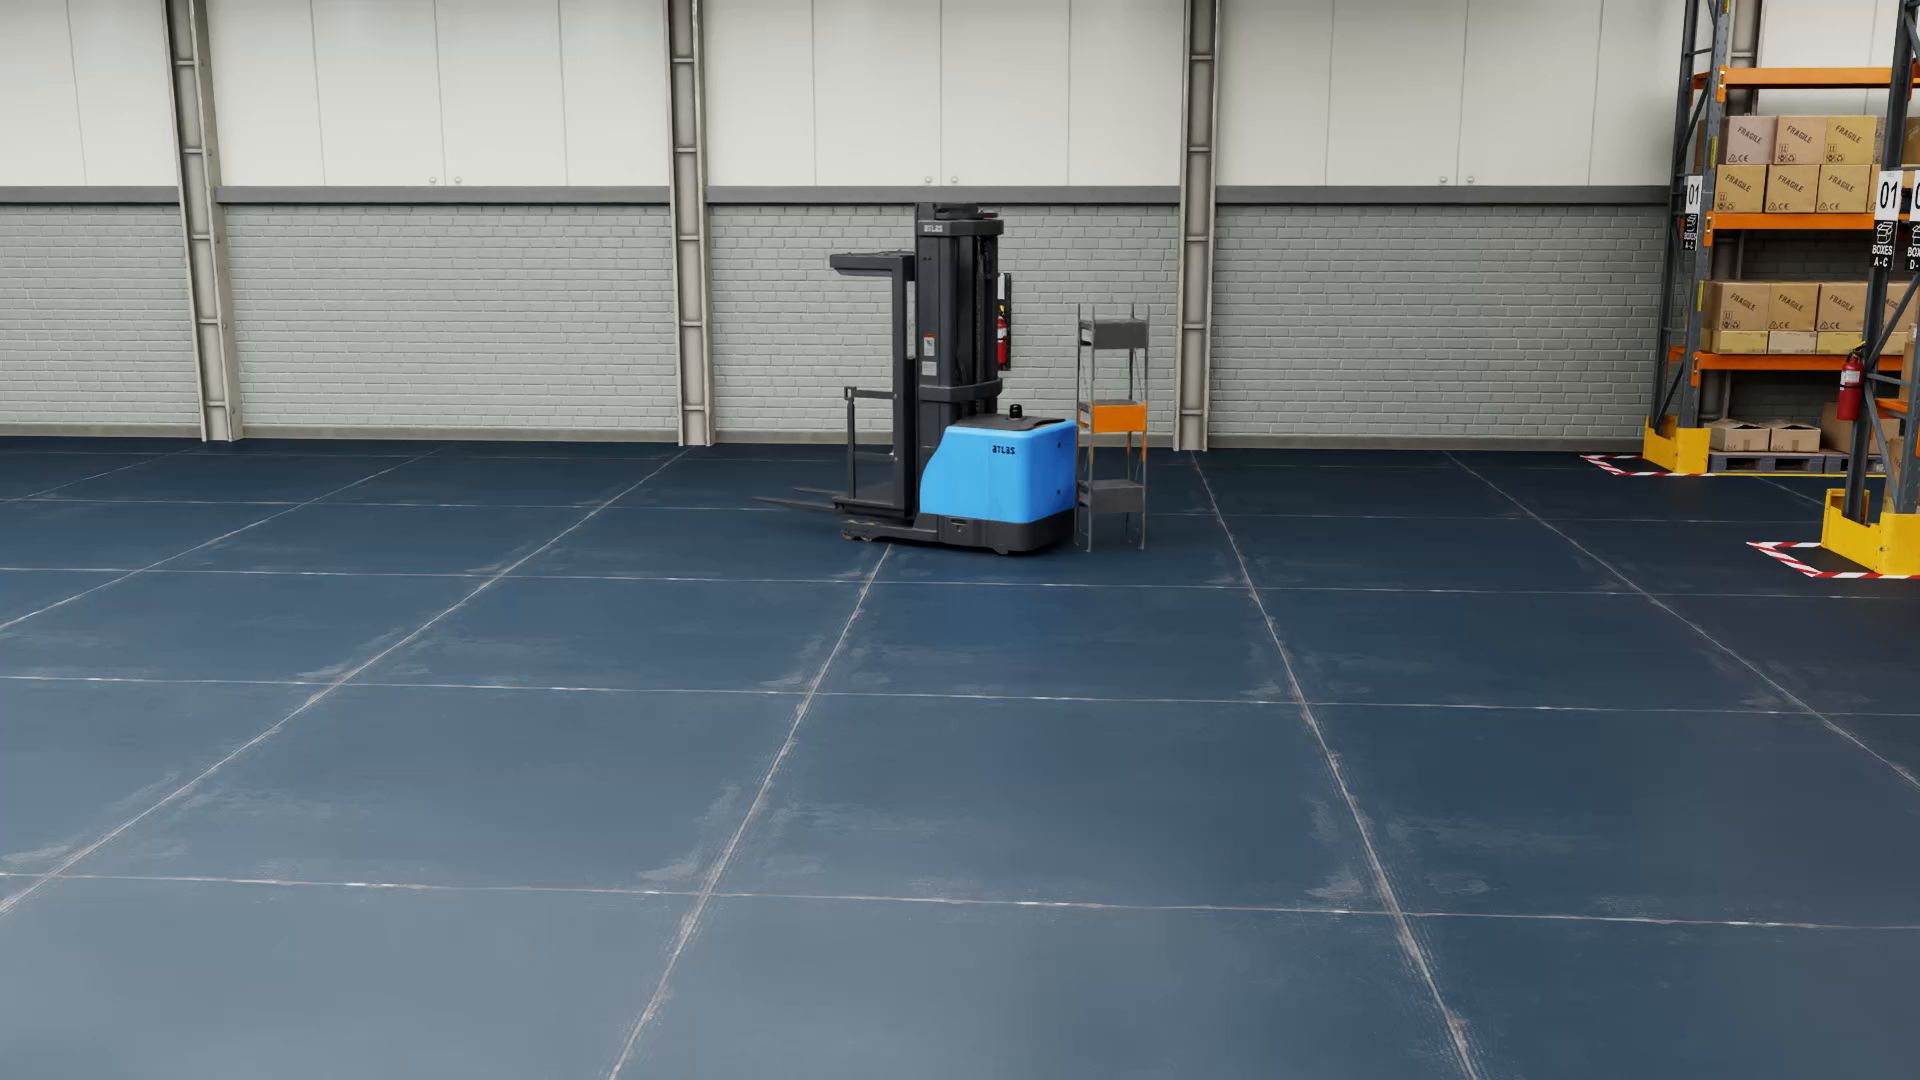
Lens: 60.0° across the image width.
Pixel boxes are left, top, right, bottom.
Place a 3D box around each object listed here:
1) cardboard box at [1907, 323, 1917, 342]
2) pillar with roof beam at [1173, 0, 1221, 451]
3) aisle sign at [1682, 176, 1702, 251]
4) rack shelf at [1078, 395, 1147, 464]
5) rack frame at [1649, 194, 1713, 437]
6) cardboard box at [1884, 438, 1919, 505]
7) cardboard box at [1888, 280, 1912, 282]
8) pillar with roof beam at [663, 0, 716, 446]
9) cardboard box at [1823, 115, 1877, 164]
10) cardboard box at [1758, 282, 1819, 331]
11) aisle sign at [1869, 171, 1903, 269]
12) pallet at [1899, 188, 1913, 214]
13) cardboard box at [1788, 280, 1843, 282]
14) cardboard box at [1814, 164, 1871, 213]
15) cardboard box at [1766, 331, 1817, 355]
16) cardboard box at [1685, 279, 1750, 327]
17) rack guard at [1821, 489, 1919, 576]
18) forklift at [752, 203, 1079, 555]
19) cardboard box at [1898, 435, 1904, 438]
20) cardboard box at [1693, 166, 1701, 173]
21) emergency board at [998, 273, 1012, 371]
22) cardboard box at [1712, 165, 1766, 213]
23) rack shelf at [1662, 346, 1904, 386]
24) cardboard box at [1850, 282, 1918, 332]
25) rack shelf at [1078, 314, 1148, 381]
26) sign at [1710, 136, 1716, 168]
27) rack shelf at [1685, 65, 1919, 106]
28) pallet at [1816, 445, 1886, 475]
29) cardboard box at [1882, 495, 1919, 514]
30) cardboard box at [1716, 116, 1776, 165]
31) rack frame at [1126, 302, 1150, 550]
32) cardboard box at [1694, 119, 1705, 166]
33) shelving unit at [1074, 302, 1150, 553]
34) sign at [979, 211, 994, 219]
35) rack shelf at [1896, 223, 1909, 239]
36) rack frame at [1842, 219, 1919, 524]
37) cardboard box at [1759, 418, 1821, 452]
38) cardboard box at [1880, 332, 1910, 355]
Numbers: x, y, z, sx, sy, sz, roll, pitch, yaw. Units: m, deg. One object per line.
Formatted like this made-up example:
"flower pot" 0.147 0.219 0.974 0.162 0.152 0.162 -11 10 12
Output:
"cardboard box" 8.062 -1.701 13.748 0.250 0.149 0.380 1 12 3
"pillar with roof beam" 2.477 -4.620 14.874 0.400 9.000 9.100 1 12 4
"aisle sign" 7.903 -3.526 17.947 0.004 0.787 0.394 1 12 4
"rack shelf" 1.295 -0.954 14.267 0.480 0.518 0.431 -3 12 -15
"rack frame" 7.995 -2.313 18.501 0.127 3.000 1.000 1 12 4
"cardboard box" 8.223 -0.582 14.080 0.500 0.500 0.500 1 12 4
"cardboard box" 10.518 -2.627 18.486 0.500 0.500 0.500 1 12 5
"pillar with roof beam" -3.509 -4.702 15.266 0.400 9.000 9.100 1 12 4
"cardboard box" 9.372 -4.253 17.712 0.500 0.500 0.500 1 12 5
"cardboard box" 8.944 -2.540 18.071 0.500 0.500 0.500 1 12 4
"aisle sign" 7.622 -2.635 13.688 0.004 0.787 0.394 1 12 4
"pallet" 8.372 -2.711 13.293 1.213 0.211 1.003 1 12 4
"cardboard box" 9.497 -2.639 18.542 0.500 0.500 0.500 0 12 2
"cardboard box" 9.364 -3.764 17.816 0.500 0.500 0.500 1 12 6
"cardboard box" 8.980 -2.174 18.152 0.500 0.250 0.500 0 12 2
"cardboard box" 8.480 -2.654 18.614 0.500 0.500 0.500 1 12 3
"rack guard" 7.644 -0.078 13.921 0.348 0.500 1.175 1 12 4
"forklift" -0.478 -1.510 14.830 3.031 2.935 1.130 7 14 30
"cardboard box" 10.392 -1.105 18.611 0.250 0.149 0.380 0 12 -1
"cardboard box" 8.428 -3.886 18.402 0.500 0.500 0.500 2 12 8
"emergency board" 0.302 -2.604 19.892 0.643 1.169 0.194 1 12 4
"cardboard box" 8.312 -3.785 17.916 0.500 0.500 0.500 1 12 5
"rack shelf" 9.991 -1.934 18.444 4.000 0.370 1.077 1 12 4
"cardboard box" 9.975 -2.527 18.009 0.500 0.500 0.500 1 12 6
"rack shelf" 1.295 -1.639 14.124 0.480 0.518 0.431 -3 12 -15
"sign" 7.959 -4.099 17.575 0.005 0.325 0.100 1 12 4
"rack shelf" 9.991 -4.869 17.830 4.000 0.370 1.077 1 12 4
"pallet" 10.093 -0.912 18.612 1.213 0.211 1.003 1 12 4
"cardboard box" 8.223 -0.214 14.155 0.500 0.250 0.500 1 12 4
"cardboard box" 8.363 -4.275 17.817 0.500 0.500 0.500 0 12 0
"rack frame" 1.531 -0.980 14.326 0.015 2.100 0.400 -3 12 -15
"cardboard box" 8.443 -4.377 18.307 0.500 0.500 0.500 1 12 6
"shelving unit" 1.295 -0.967 14.264 0.503 2.100 0.431 -3 12 -15
"sign" 0.300 -3.759 19.752 0.199 0.298 0.001 1 12 4
"rack shelf" 9.663 -2.390 13.299 4.000 0.370 1.077 1 12 4
"rack frame" 7.668 -1.301 13.663 0.127 3.000 1.000 1 12 4
"cardboard box" 9.248 -1.177 18.561 0.500 0.311 0.500 2 12 8
"cardboard box" 9.992 -2.158 18.078 0.500 0.250 0.500 1 12 4
